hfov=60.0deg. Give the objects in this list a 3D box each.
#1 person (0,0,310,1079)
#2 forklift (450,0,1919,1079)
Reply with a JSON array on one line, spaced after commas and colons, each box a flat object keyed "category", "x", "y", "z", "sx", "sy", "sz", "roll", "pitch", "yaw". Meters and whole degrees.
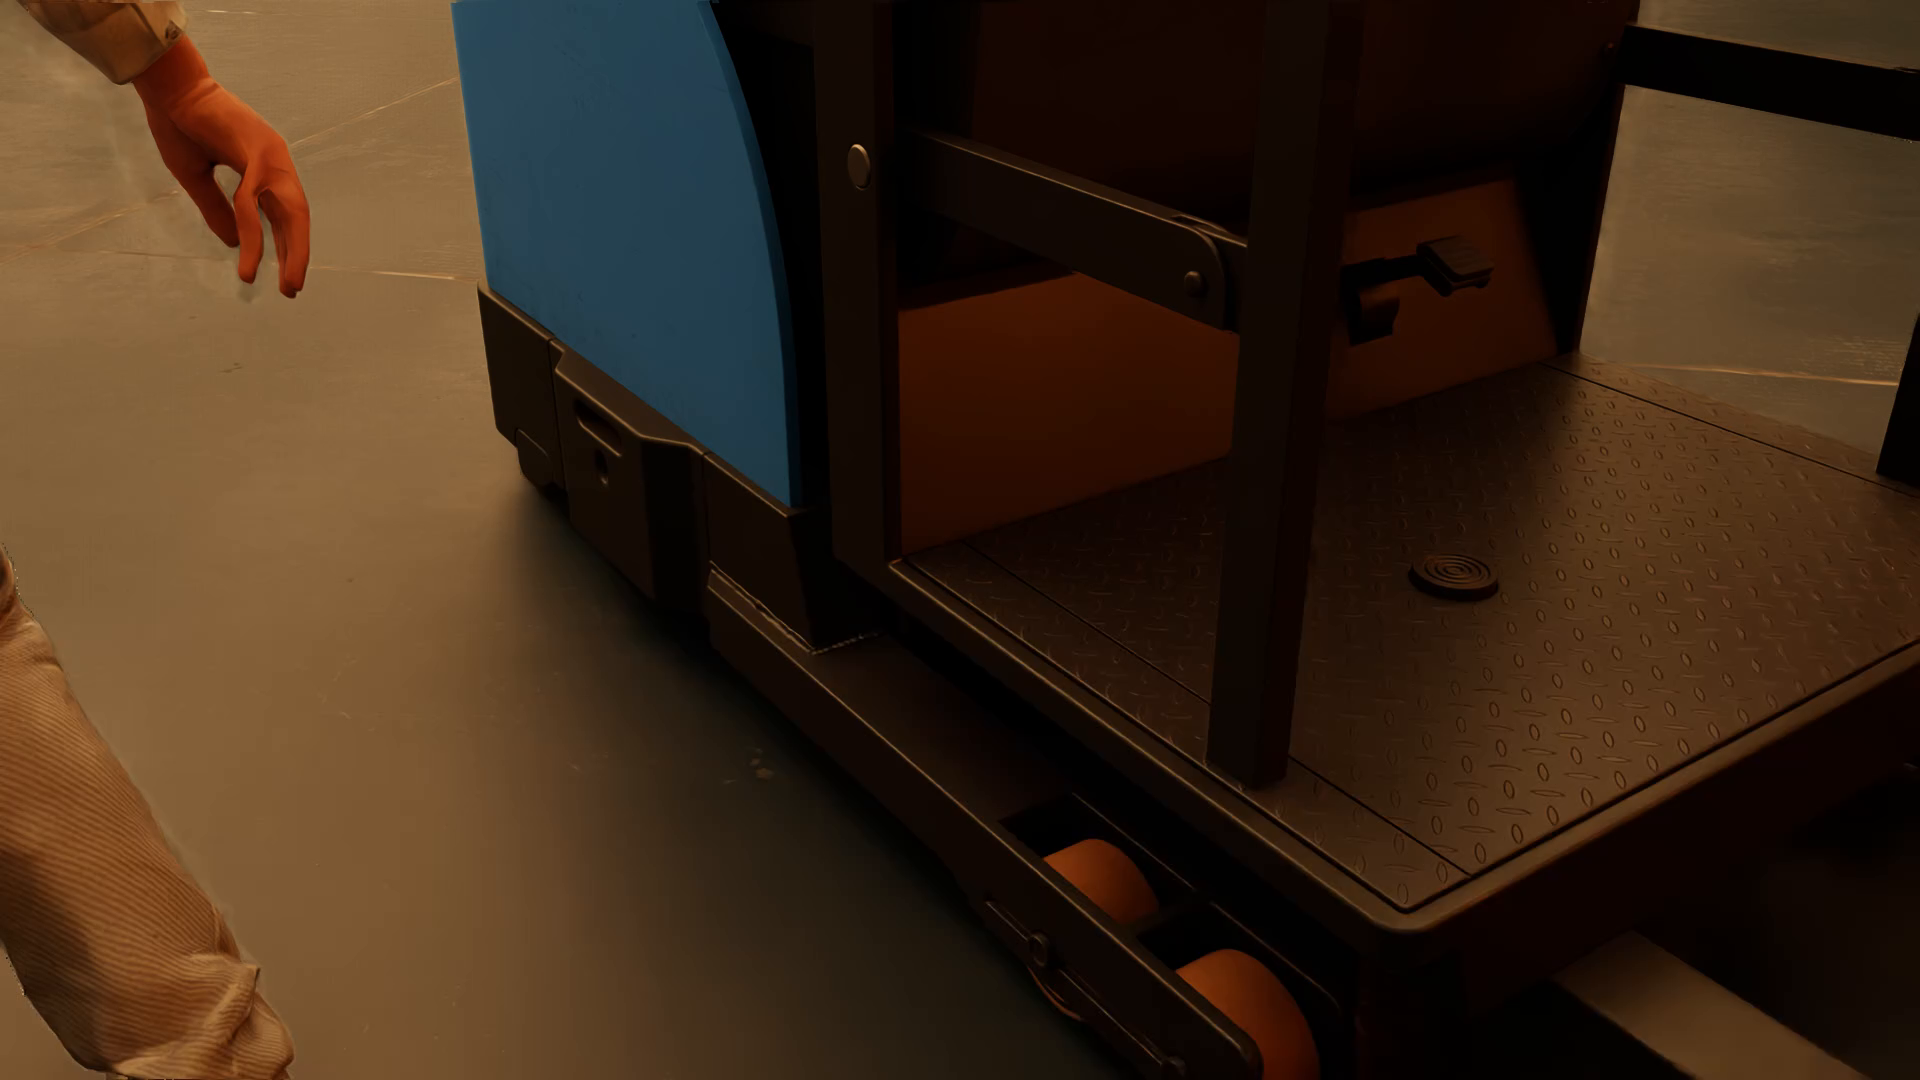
[{"category": "person", "x": -0.821, "y": -0.172, "z": 0.975, "sx": 0.482, "sy": 1.692, "sz": 0.870, "roll": 19, "pitch": 32, "yaw": 33}, {"category": "forklift", "x": 0.487, "y": -1.026, "z": 1.280, "sx": 1.130, "sy": 2.935, "sz": 3.031, "roll": -17, "pitch": 31, "yaw": -30}]
